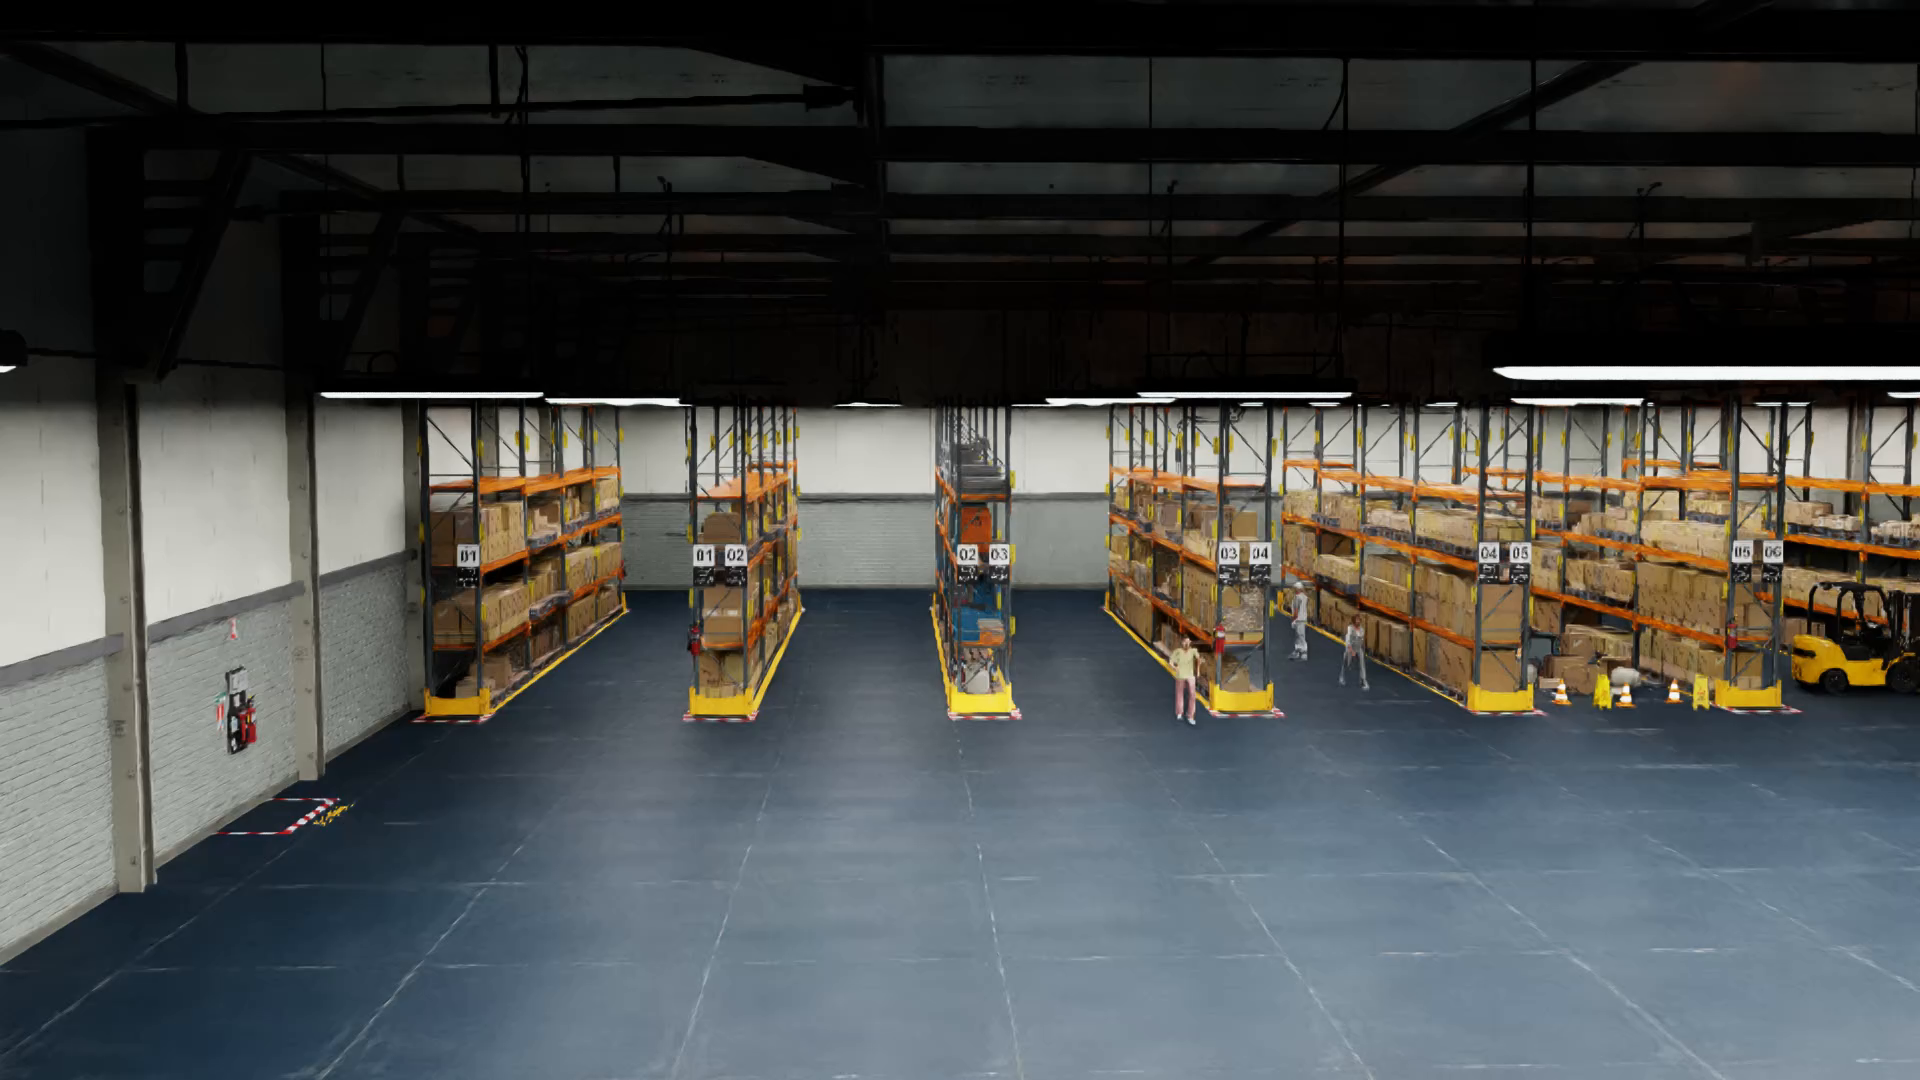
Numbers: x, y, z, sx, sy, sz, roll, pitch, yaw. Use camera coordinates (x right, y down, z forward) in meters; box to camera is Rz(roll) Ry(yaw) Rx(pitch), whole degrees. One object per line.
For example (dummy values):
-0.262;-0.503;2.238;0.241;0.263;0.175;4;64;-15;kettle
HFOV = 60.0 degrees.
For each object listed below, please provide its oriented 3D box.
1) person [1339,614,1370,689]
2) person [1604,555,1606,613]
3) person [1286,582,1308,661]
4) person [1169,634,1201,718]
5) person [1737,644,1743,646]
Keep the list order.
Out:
8.088;2.261;34.134;0.440;1.516;1.016;-1;5;-12;person
17.994;1.181;46.668;0.473;1.723;0.626;0;4;2;person
7.678;1.837;37.846;0.575;1.785;0.655;2;5;26;person
4.131;2.487;30.554;0.603;1.543;0.799;0;5;3;person
17.311;1.943;37.238;0.569;1.668;0.562;2;5;28;person
